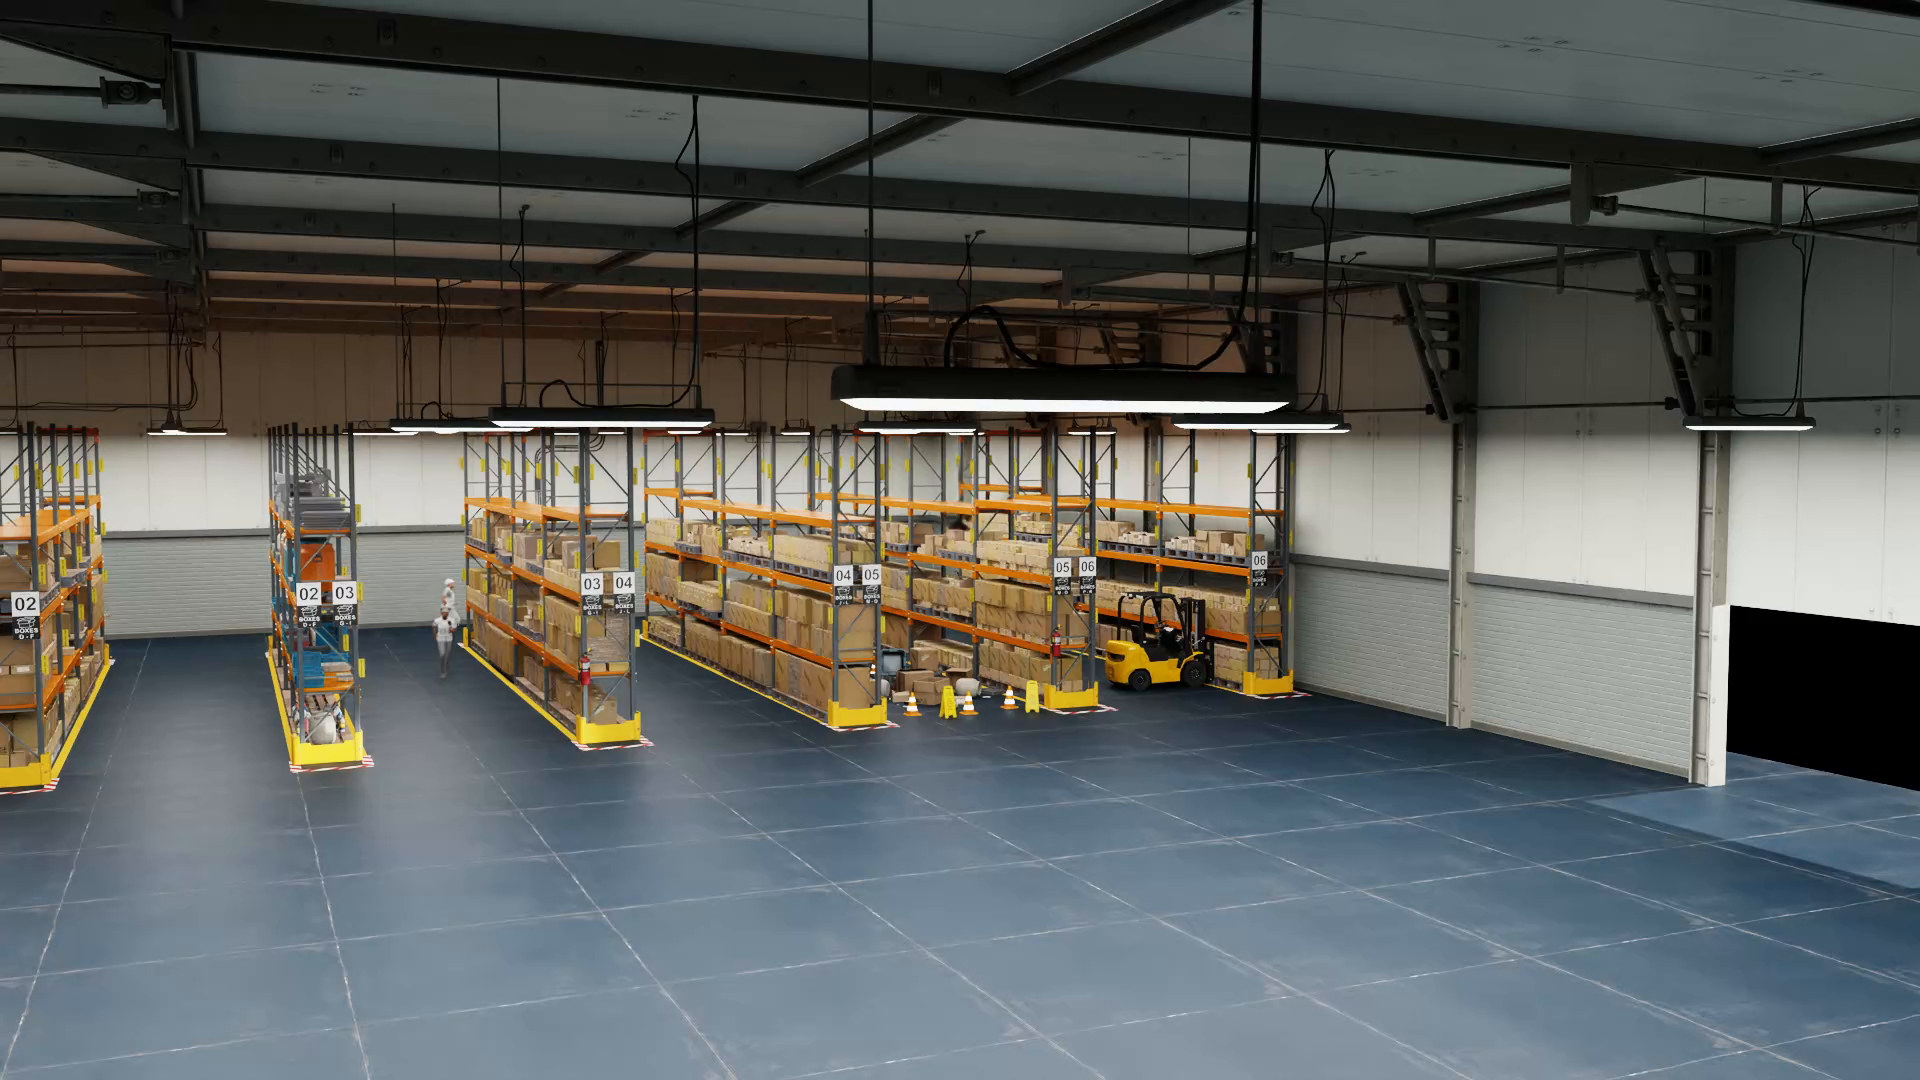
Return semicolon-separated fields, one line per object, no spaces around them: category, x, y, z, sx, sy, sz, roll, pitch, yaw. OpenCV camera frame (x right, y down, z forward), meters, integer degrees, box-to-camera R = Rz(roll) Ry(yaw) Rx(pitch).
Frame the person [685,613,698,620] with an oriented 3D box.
person;-8.040;1.837;49.591;0.597;1.752;0.703;-2;4;-27

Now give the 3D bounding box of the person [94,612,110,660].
person;-22.419;2.278;43.038;0.822;1.711;0.609;-1;4;-10

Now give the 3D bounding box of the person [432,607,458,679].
person;-12.369;2.457;39.947;0.551;1.752;0.814;-2;4;-29

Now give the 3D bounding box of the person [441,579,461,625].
person;-14.468;1.968;47.301;0.534;1.743;0.665;-1;4;-18
